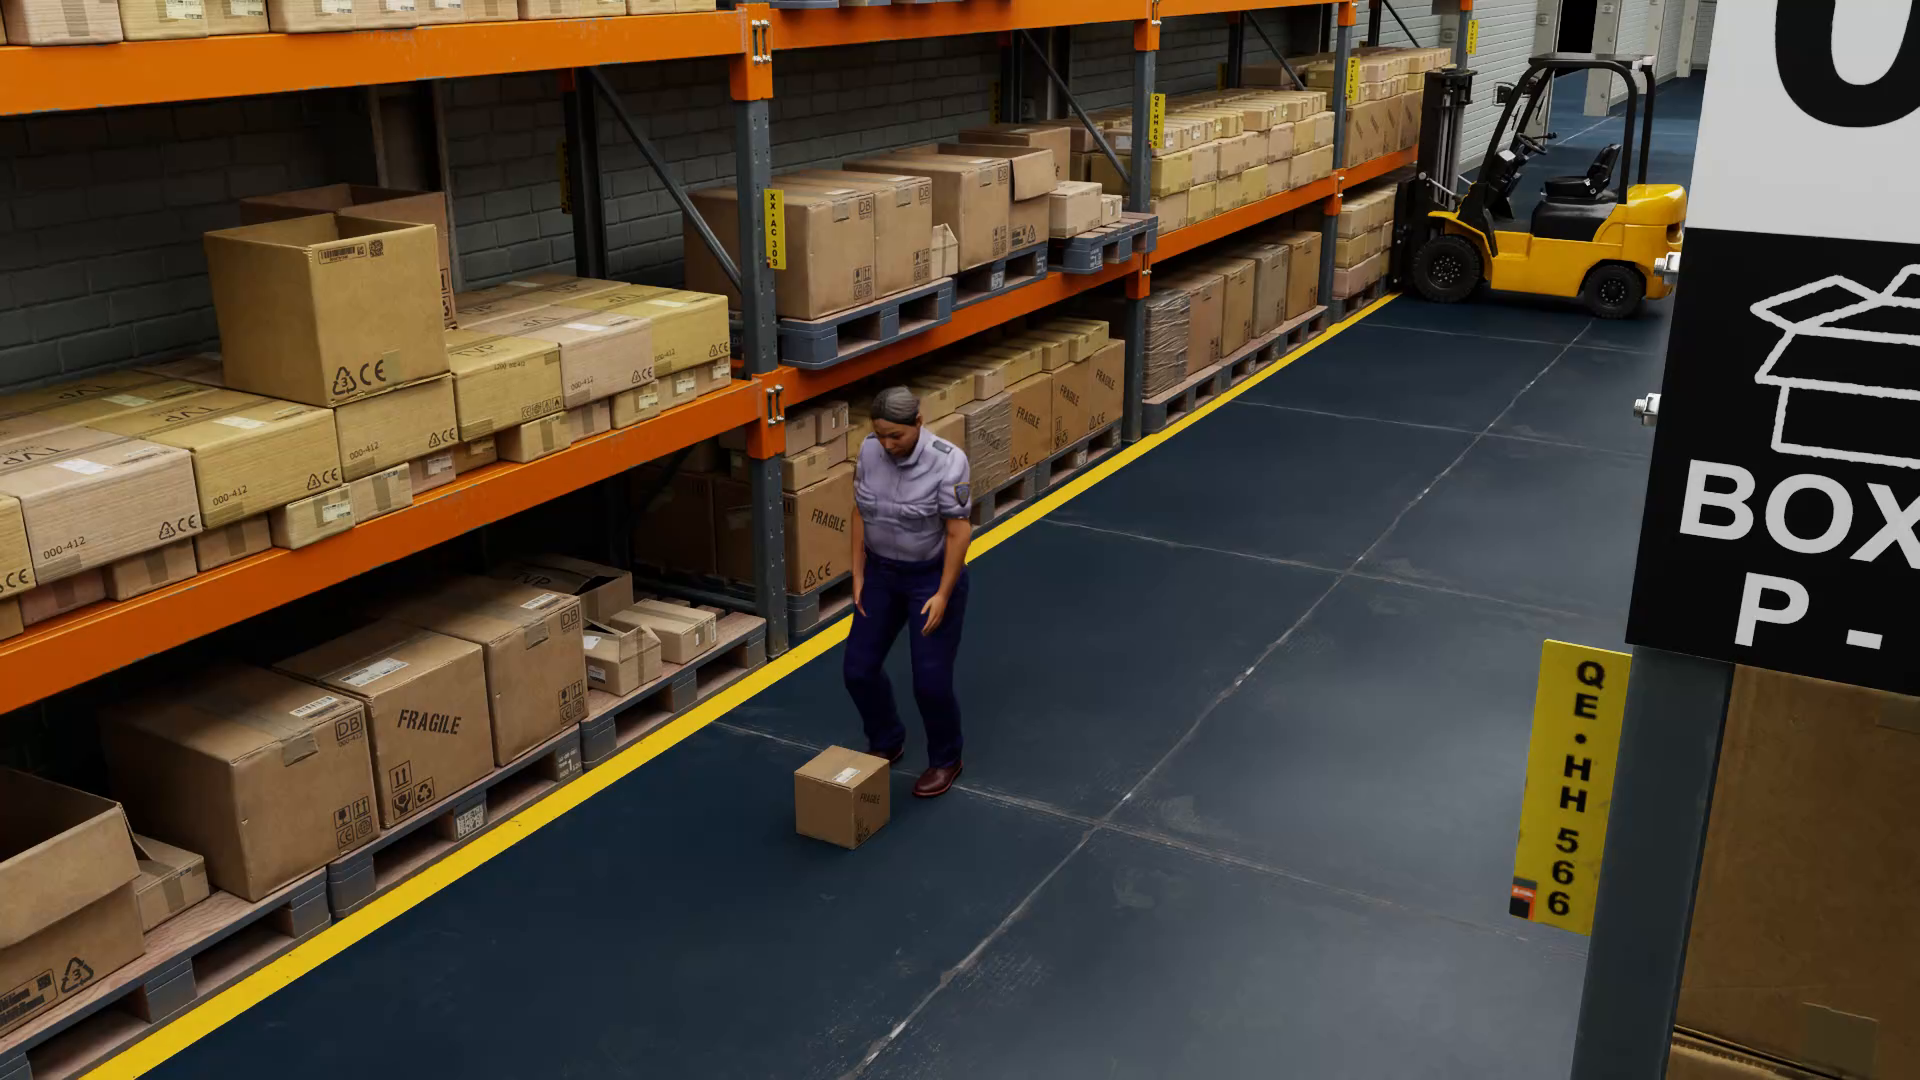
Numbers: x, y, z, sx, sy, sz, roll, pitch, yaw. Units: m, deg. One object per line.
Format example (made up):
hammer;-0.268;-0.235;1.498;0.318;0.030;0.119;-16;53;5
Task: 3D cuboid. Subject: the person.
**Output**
person;-0.172;0.177;6.206;0.504;1.587;0.426;11;22;29
